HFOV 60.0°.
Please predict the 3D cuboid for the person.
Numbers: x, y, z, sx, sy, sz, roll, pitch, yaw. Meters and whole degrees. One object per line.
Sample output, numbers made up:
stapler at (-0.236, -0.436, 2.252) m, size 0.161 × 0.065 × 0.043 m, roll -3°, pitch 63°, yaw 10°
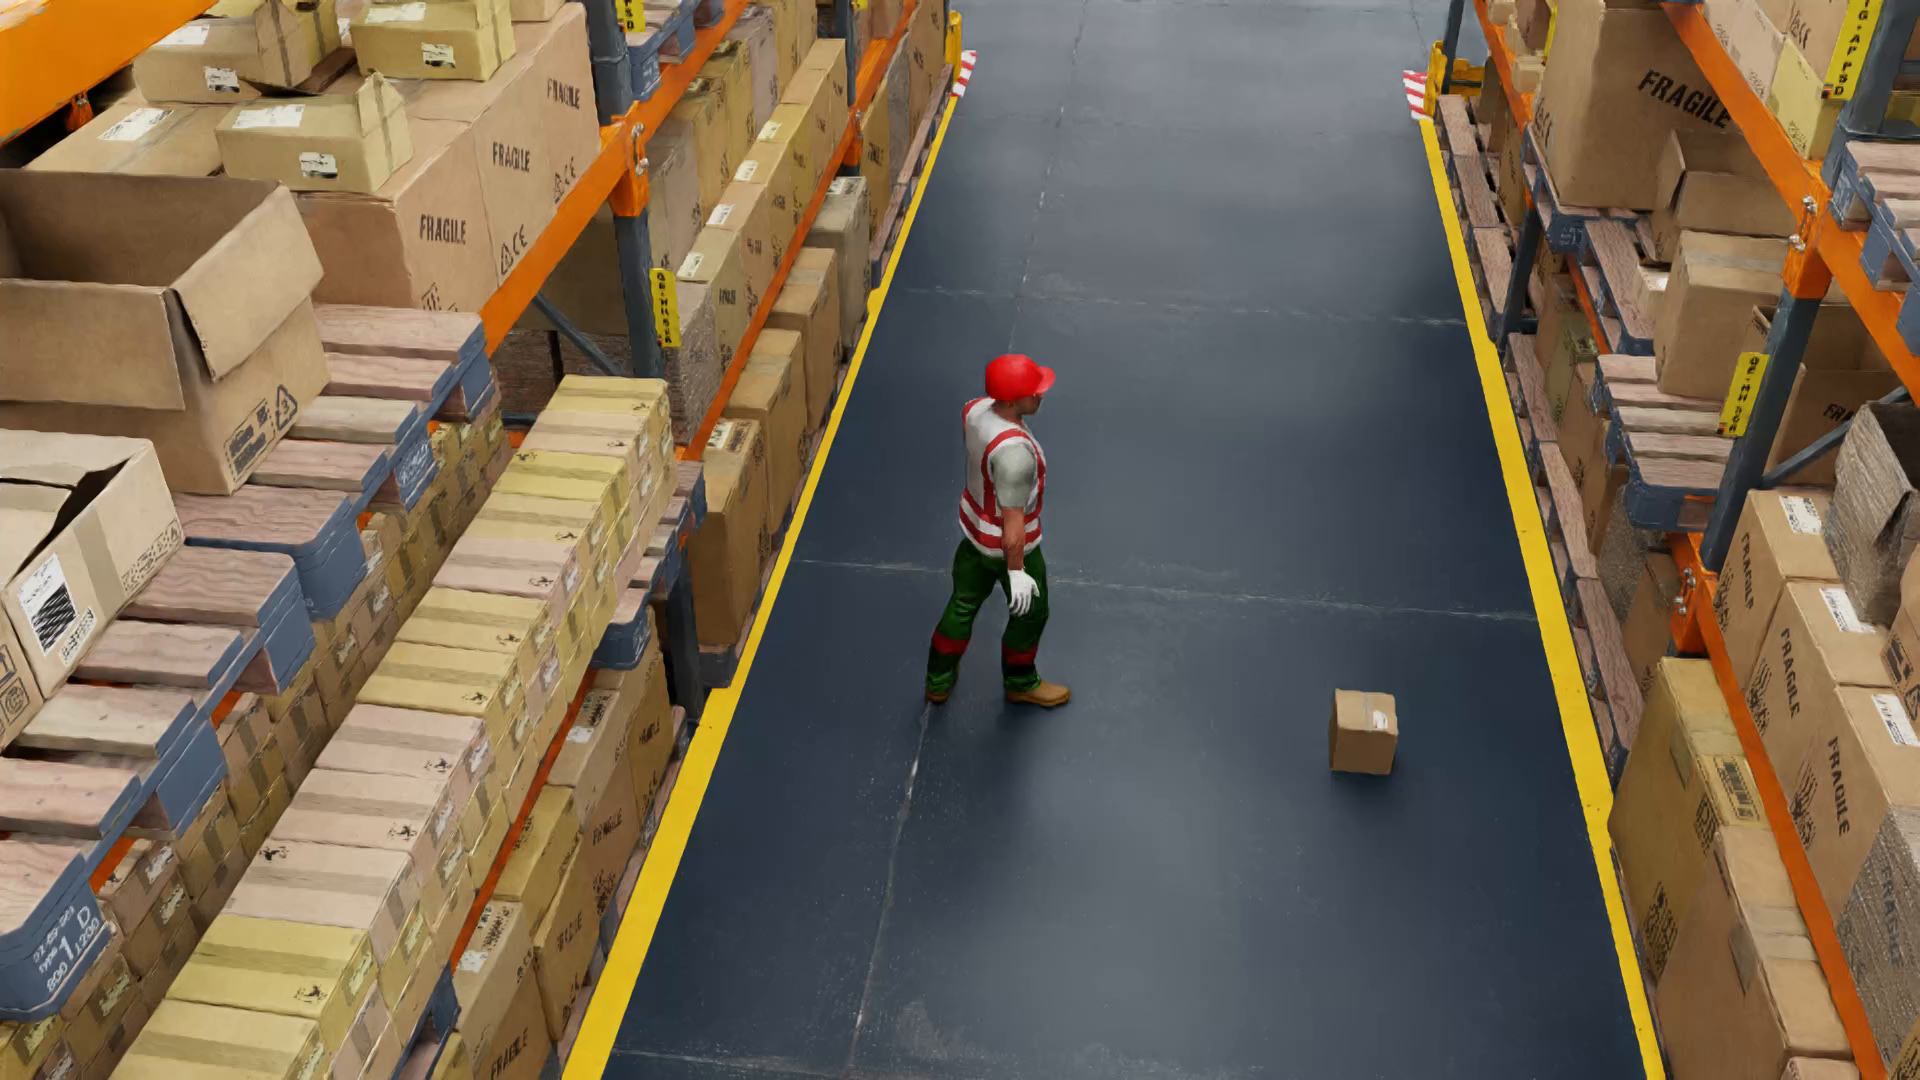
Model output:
person at (0.169, -0.002, 7.028) m, size 0.618 × 1.783 × 0.678 m, roll -13°, pitch 38°, yaw -18°
